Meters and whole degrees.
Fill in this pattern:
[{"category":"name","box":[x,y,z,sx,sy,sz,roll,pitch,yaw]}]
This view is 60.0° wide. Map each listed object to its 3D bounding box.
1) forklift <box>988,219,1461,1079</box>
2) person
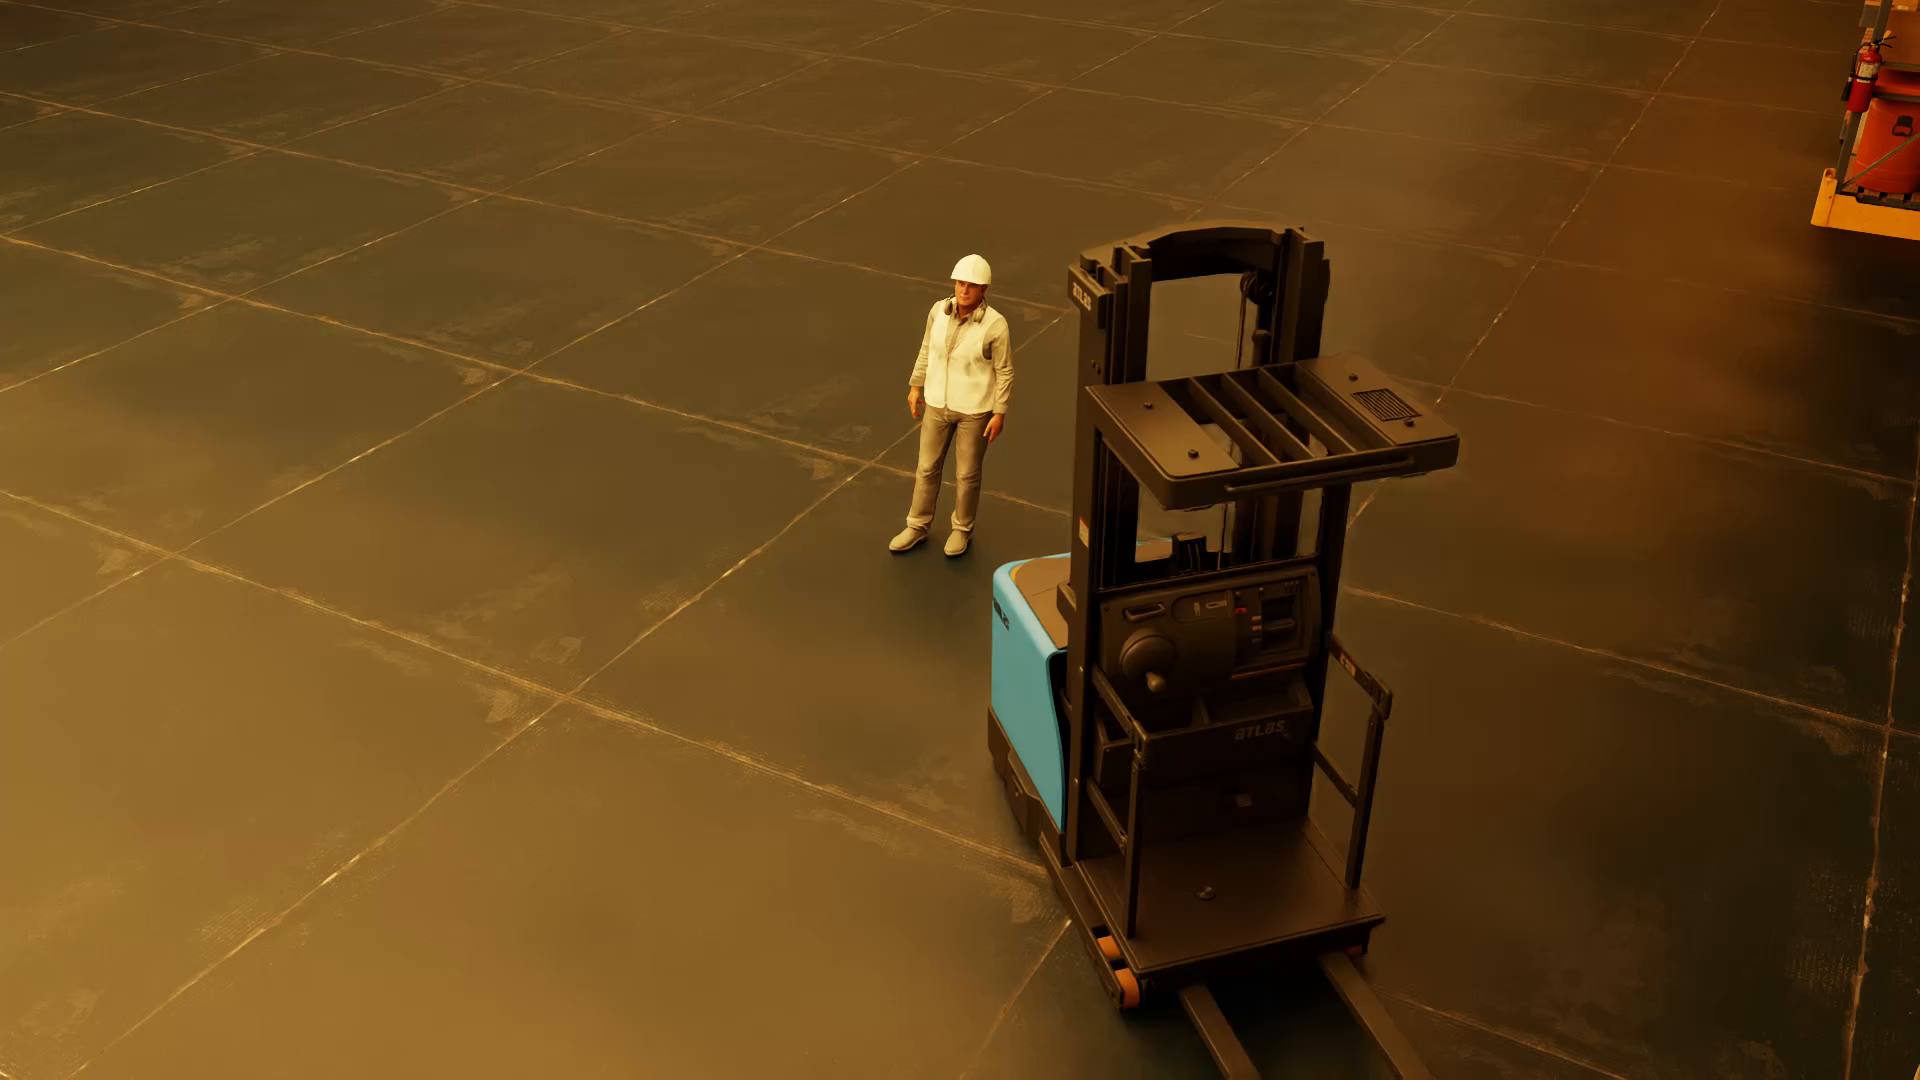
[{"category":"forklift","box":[1.057,0.403,6.373,1.130,2.935,3.031,-9,31,-15]},{"category":"person","box":[-0.037,-0.749,9.511,0.633,1.775,0.566,15,33,25]}]
